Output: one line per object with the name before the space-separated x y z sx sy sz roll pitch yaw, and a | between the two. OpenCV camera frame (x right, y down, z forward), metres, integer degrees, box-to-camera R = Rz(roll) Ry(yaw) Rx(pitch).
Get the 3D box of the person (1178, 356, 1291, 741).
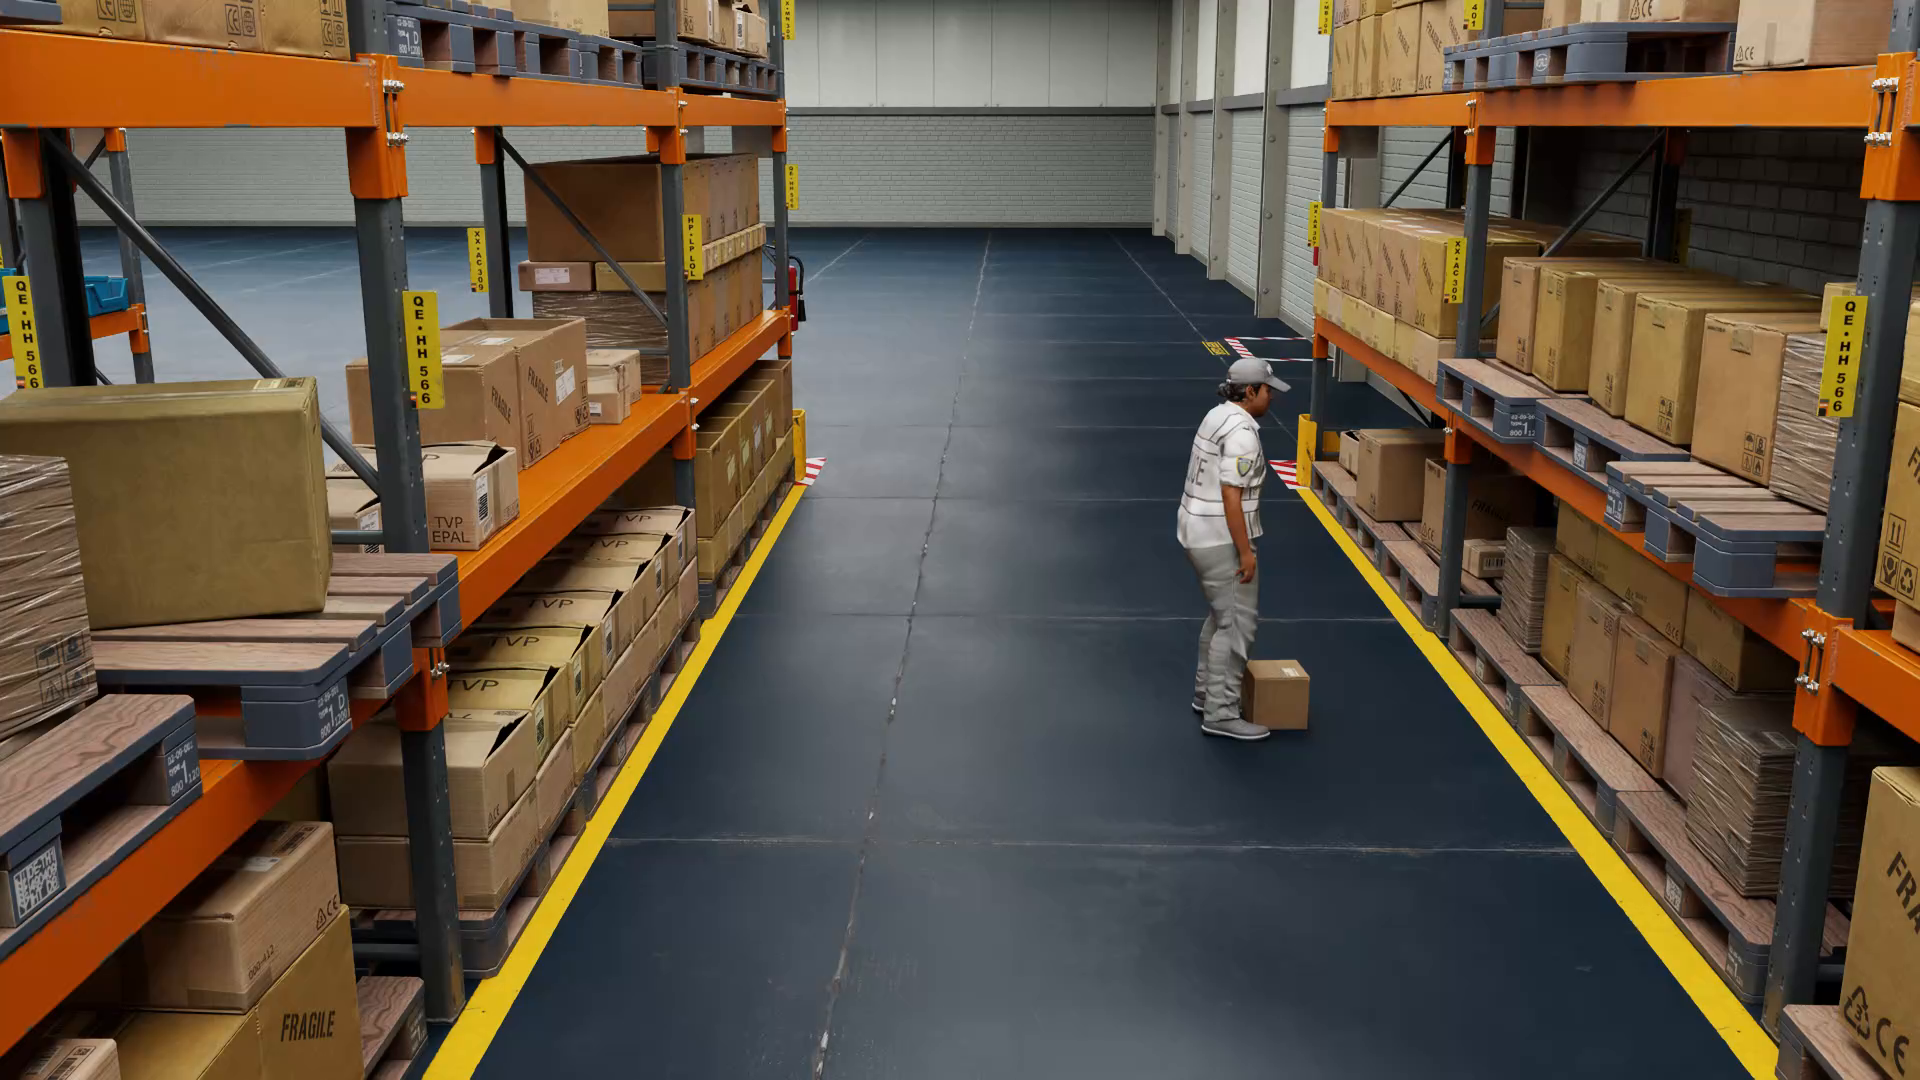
person | 1.218 0.017 7.416 0.463 1.667 0.563 0 14 -1
